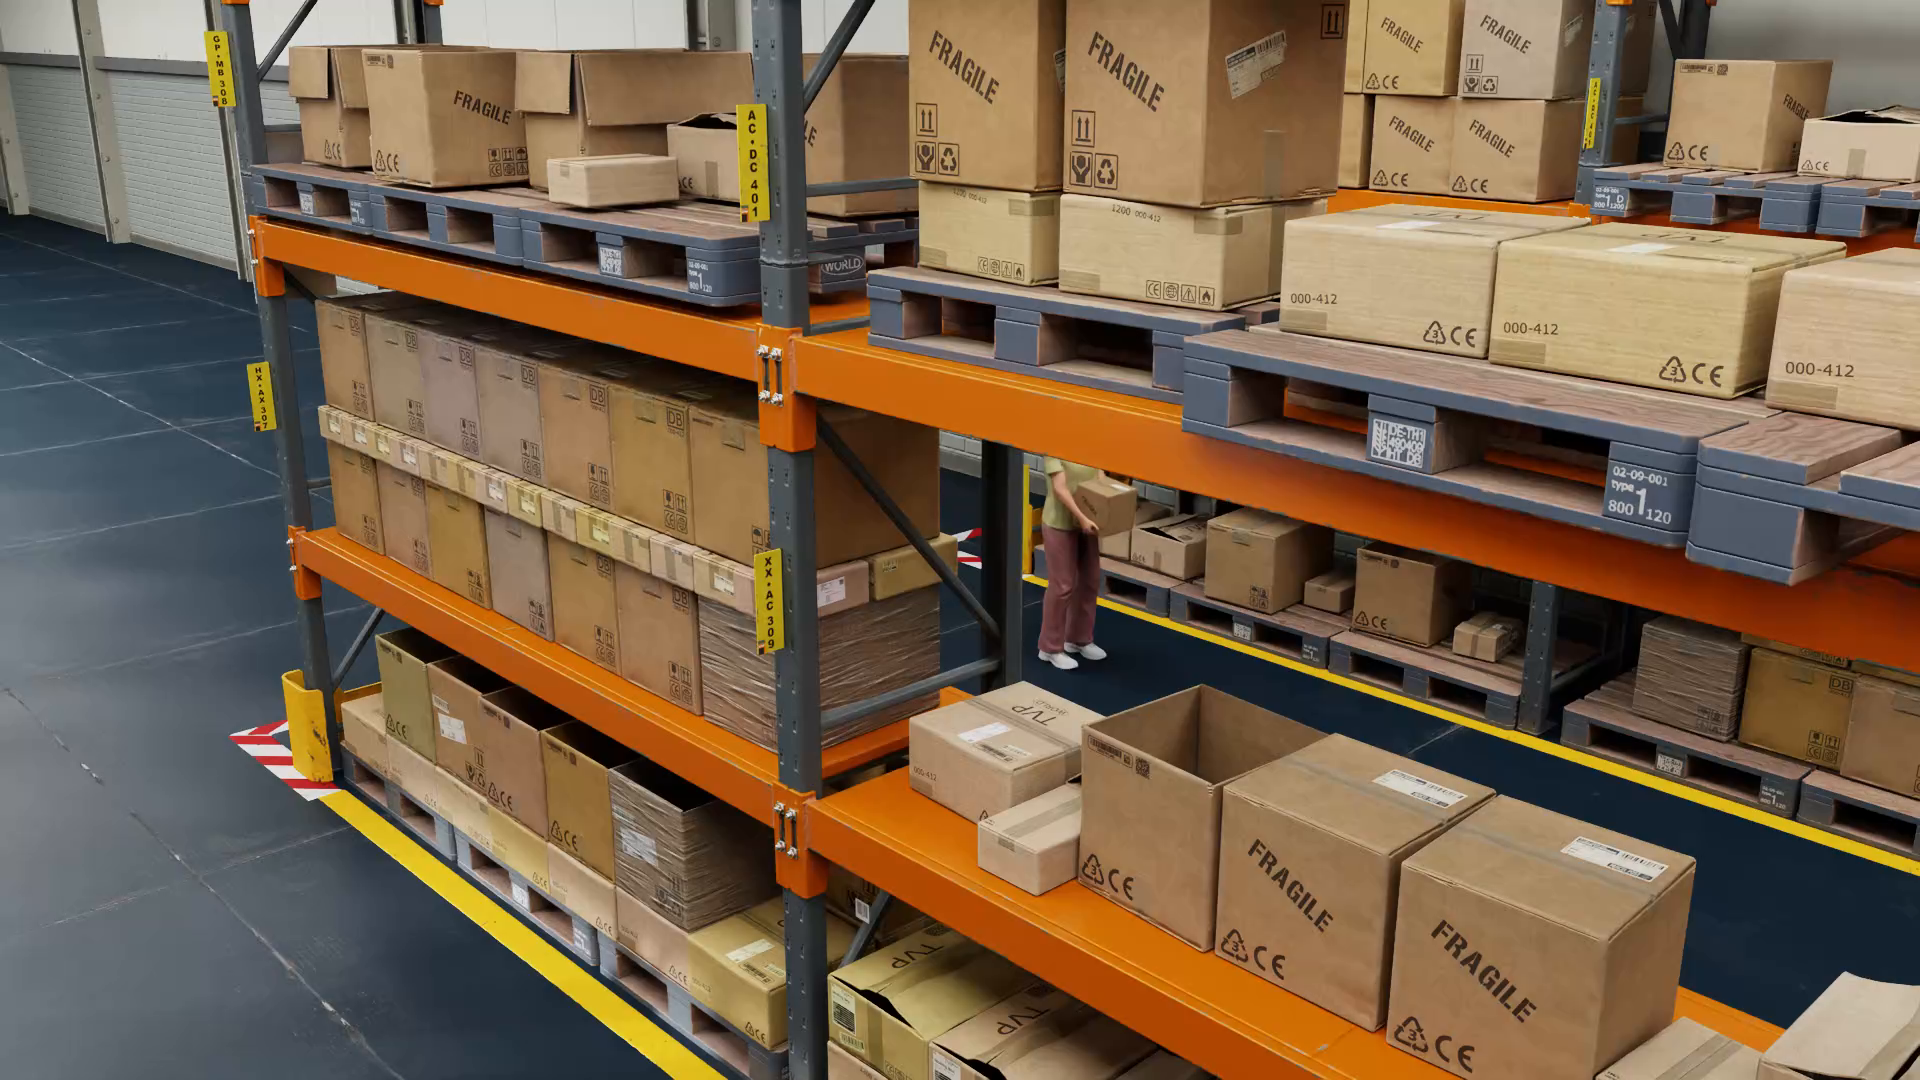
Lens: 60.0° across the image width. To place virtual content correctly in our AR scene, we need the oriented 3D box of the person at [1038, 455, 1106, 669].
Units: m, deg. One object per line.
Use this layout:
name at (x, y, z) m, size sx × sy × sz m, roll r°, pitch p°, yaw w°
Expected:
person at (0.707, -0.065, 9.777) m, size 0.424 × 1.667 × 0.551 m, roll -15°, pitch 23°, yaw -40°
